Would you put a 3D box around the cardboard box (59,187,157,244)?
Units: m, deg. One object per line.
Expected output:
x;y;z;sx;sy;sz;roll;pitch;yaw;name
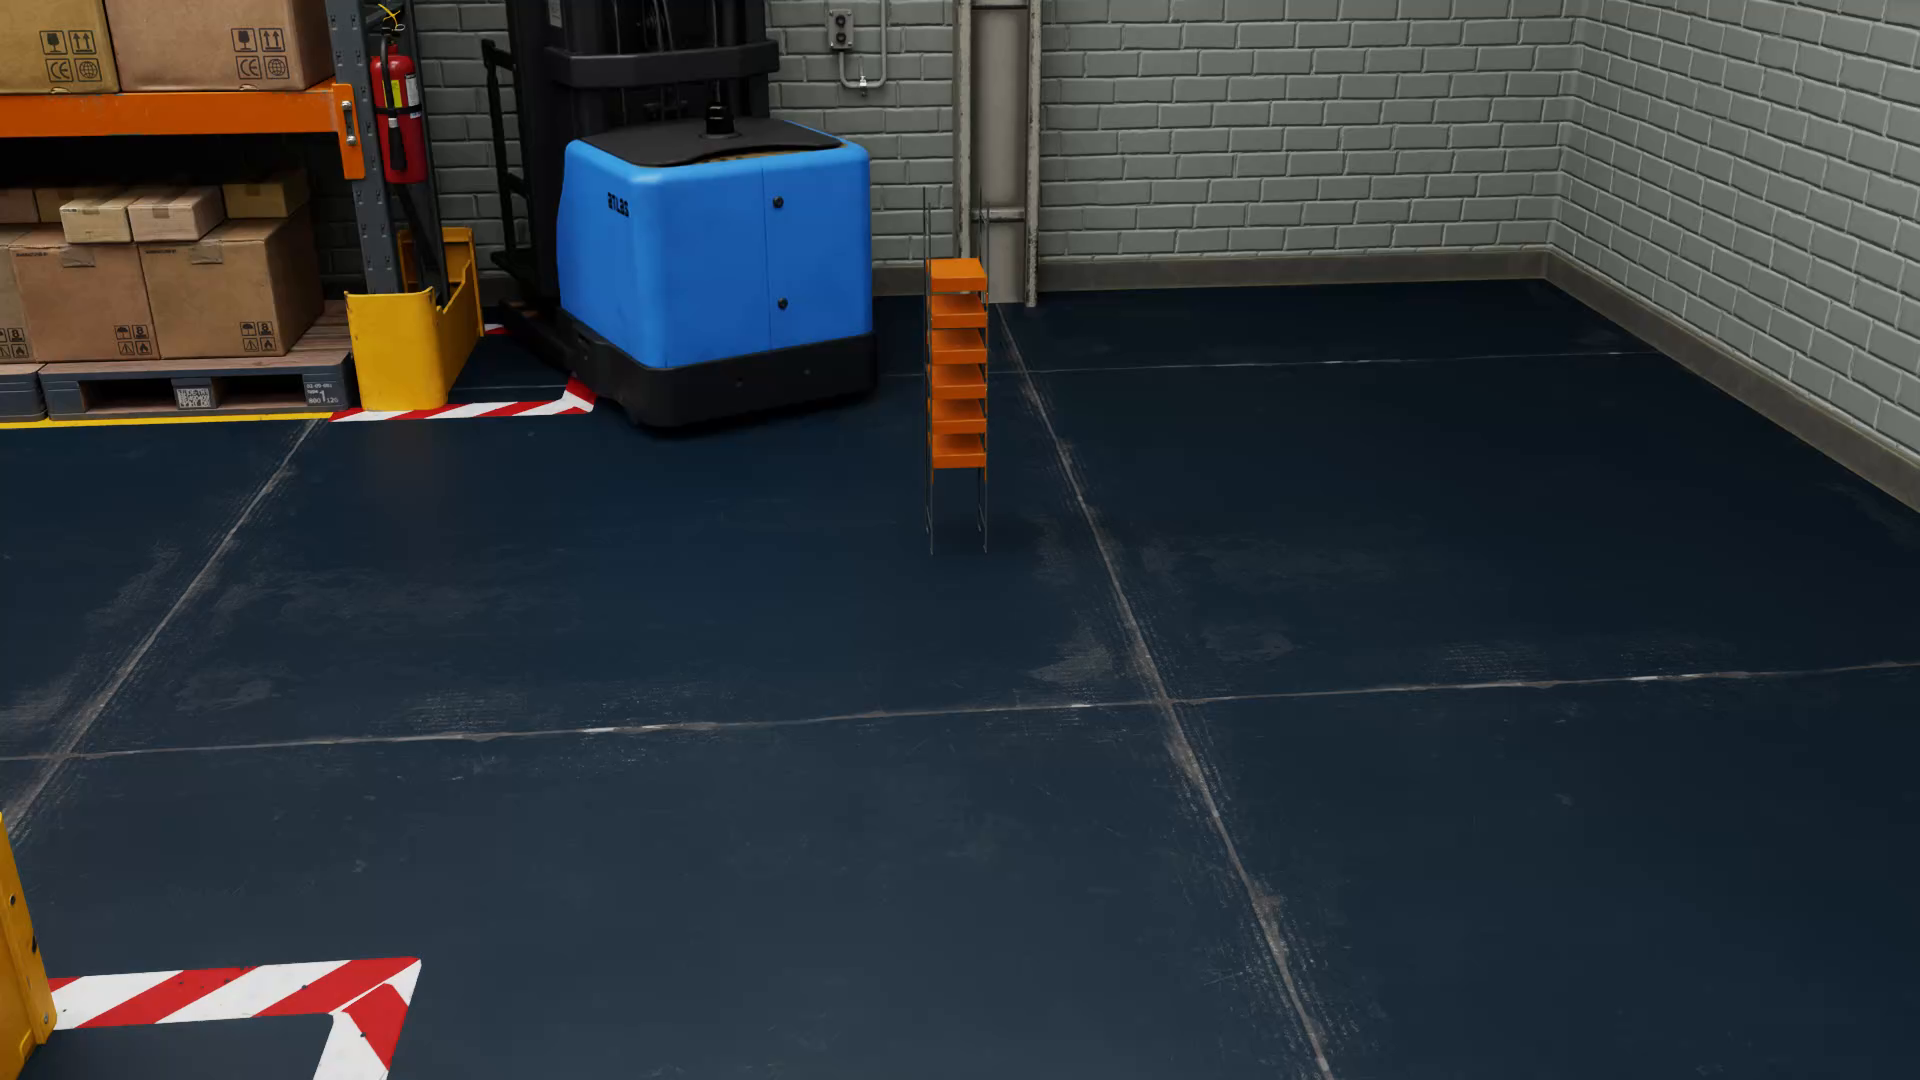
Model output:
-3.475;-1.335;6.823;0.250;0.149;0.380;-2;24;-4;cardboard box

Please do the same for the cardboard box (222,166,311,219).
-3.006;-1.510;7.217;0.250;0.149;0.380;-2;24;-5;cardboard box

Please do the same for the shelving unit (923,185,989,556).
-0.014;-0.548;5.505;0.189;1.200;0.258;-2;24;-5;shelving unit

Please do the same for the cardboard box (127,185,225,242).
-3.221;-1.346;6.846;0.250;0.149;0.380;-3;24;-6;cardboard box

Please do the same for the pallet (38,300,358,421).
-3.212;-0.809;7.310;1.213;0.211;1.003;-2;24;-5;pallet

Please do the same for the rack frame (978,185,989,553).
0.077;-0.551;5.513;0.006;1.200;0.240;-2;24;-5;rack frame

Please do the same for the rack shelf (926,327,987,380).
-0.014;-0.617;5.474;0.180;0.103;0.258;-2;24;-5;rack shelf

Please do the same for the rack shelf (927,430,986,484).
-0.014;-0.288;5.621;0.180;0.103;0.258;-2;24;-5;rack shelf

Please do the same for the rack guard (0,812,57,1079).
-2.009;1.001;2.883;0.348;0.500;1.175;-2;24;-5;rack guard

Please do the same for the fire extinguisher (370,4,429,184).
-2.229;-1.760;6.572;0.183;0.674;0.296;-2;24;-5;fire extinguisher

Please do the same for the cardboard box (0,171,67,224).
-4.012;-1.469;7.125;0.250;0.149;0.380;-2;24;-4;cardboard box

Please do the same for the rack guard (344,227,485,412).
-2.400;-1.005;7.397;0.348;0.500;1.175;-2;24;-5;rack guard

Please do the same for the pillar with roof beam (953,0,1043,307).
0.601;-3.605;2.782;0.400;9.000;9.100;-2;24;-5;pillar with roof beam

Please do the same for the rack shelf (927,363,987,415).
-0.014;-0.507;5.523;0.180;0.103;0.258;-2;24;-5;rack shelf

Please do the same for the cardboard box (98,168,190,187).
-3.510;-1.490;7.170;0.250;0.149;0.380;-2;24;-5;cardboard box

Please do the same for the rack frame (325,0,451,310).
-2.424;-2.147;6.887;0.127;3.000;1.000;-2;24;-5;rack frame

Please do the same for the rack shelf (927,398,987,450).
-0.014;-0.397;5.572;0.180;0.103;0.258;-2;24;-5;rack shelf

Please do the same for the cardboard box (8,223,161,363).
-3.609;-1.108;7.110;0.500;0.500;0.700;-2;24;-5;cardboard box

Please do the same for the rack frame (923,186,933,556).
-0.105;-0.544;5.497;0.006;1.200;0.240;-2;24;-5;rack frame

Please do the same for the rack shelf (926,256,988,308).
-0.014;-0.836;5.377;0.180;0.103;0.258;-2;24;-5;rack shelf

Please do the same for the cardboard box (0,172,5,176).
-4.268;-1.459;7.101;0.250;0.149;0.380;-2;24;-5;cardboard box

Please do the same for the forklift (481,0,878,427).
-1.545;-2.339;7.403;1.130;2.935;3.031;-14;28;-28;forklift

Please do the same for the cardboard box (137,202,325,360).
-3.111;-1.128;7.155;0.500;0.500;0.700;-2;24;-5;cardboard box

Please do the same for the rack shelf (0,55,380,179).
-4.415;-1.738;6.853;4.000;0.370;1.077;-2;24;-5;rack shelf

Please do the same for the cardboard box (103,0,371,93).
-2.931;-2.259;6.771;0.700;0.700;0.980;-1;24;-3;cardboard box

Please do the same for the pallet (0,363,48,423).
-4.424;-0.762;7.203;1.213;0.211;1.003;-2;24;-5;pallet

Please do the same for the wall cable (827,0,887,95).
-1.243;-3.044;7.656;1.851;1.984;0.084;-2;24;-5;wall cable

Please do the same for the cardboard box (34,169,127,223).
-3.759;-1.480;7.148;0.250;0.149;0.380;-2;24;-5;cardboard box

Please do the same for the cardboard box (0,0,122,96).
-3.654;-2.226;6.695;0.700;0.700;0.980;-2;24;-6;cardboard box

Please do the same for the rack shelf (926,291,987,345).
-0.014;-0.726;5.426;0.180;0.103;0.258;-2;24;-5;rack shelf

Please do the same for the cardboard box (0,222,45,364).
-4.109;-1.088;7.065;0.500;0.500;0.700;-3;24;-7;cardboard box
